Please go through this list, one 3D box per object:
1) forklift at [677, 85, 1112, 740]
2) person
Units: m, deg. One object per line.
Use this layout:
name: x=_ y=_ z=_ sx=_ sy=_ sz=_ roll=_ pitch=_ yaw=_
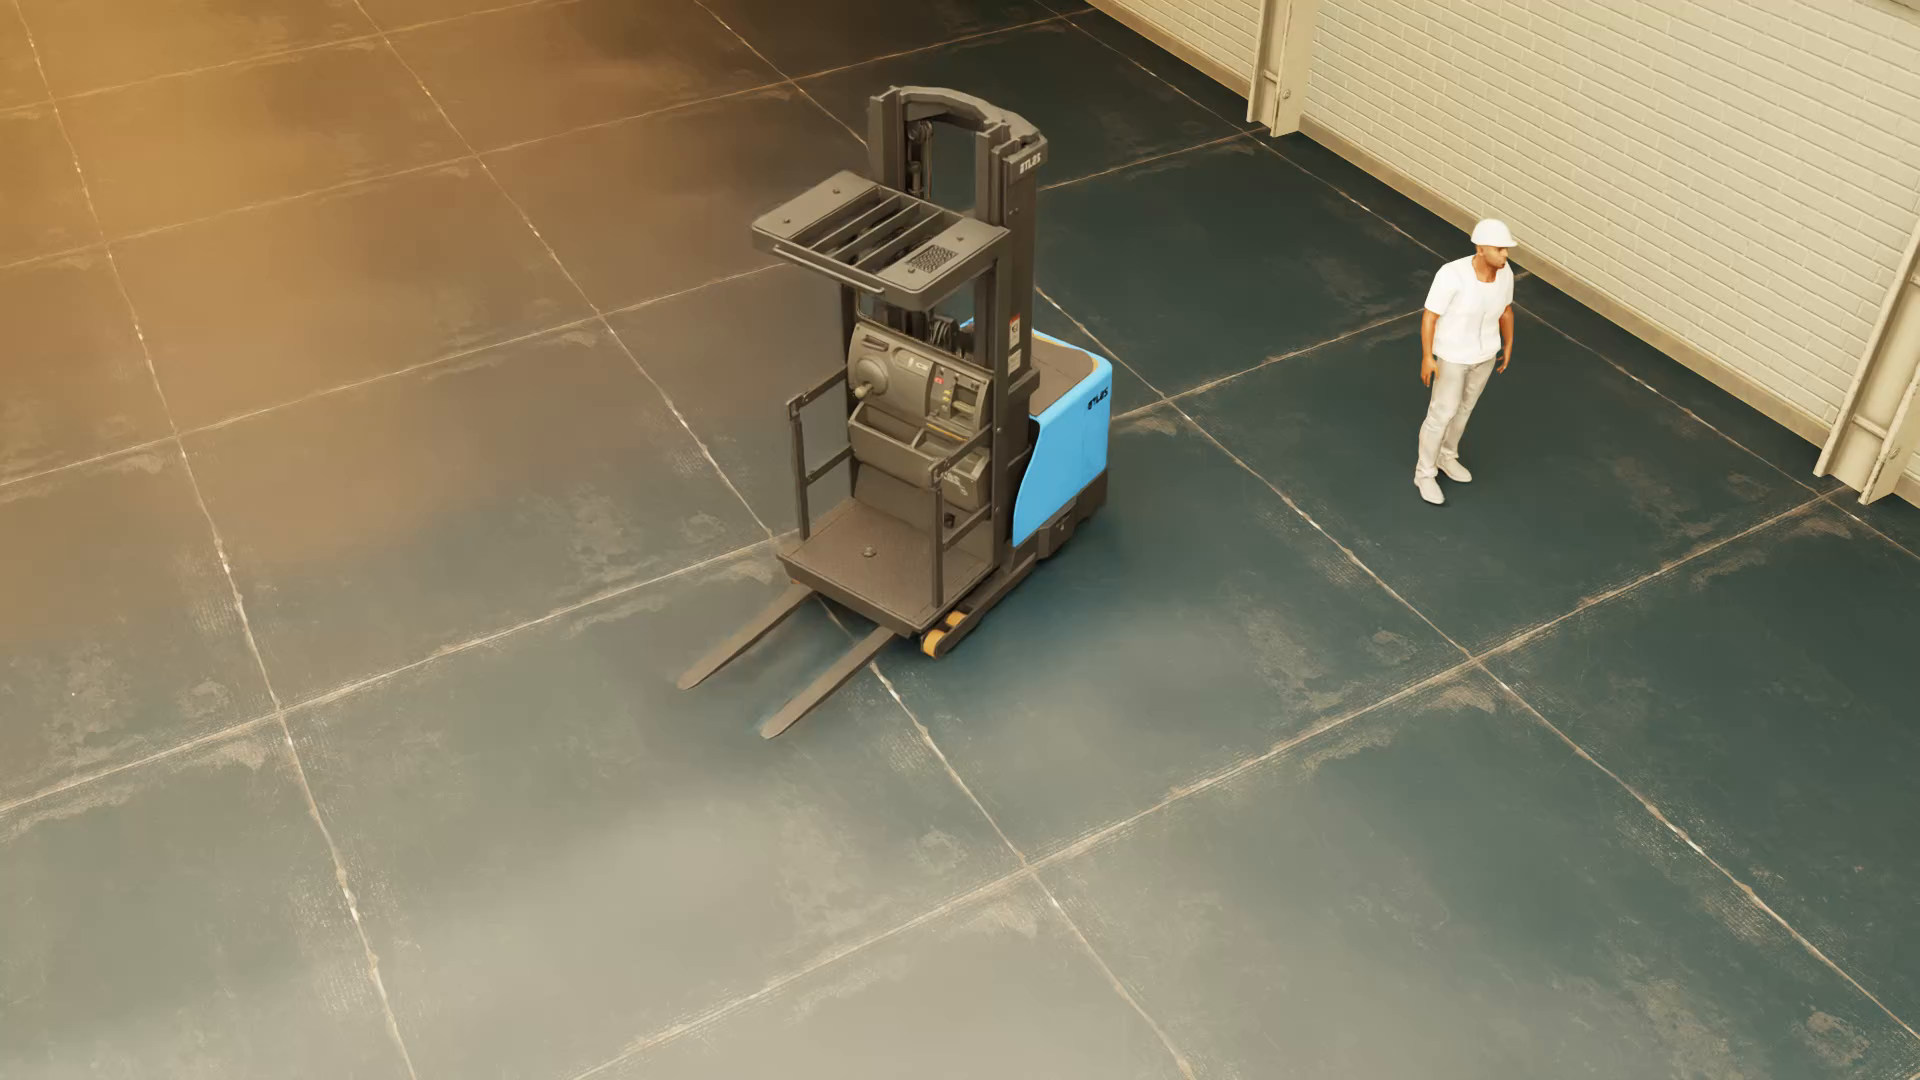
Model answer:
forklift: x=-0.361 y=-0.809 z=9.012 sx=1.130 sy=2.935 sz=3.031 roll=26 pitch=46 yaw=28
person: x=3.173 y=-1.119 z=10.292 sx=0.671 sy=1.761 sz=0.578 roll=-15 pitch=42 yaw=-17
